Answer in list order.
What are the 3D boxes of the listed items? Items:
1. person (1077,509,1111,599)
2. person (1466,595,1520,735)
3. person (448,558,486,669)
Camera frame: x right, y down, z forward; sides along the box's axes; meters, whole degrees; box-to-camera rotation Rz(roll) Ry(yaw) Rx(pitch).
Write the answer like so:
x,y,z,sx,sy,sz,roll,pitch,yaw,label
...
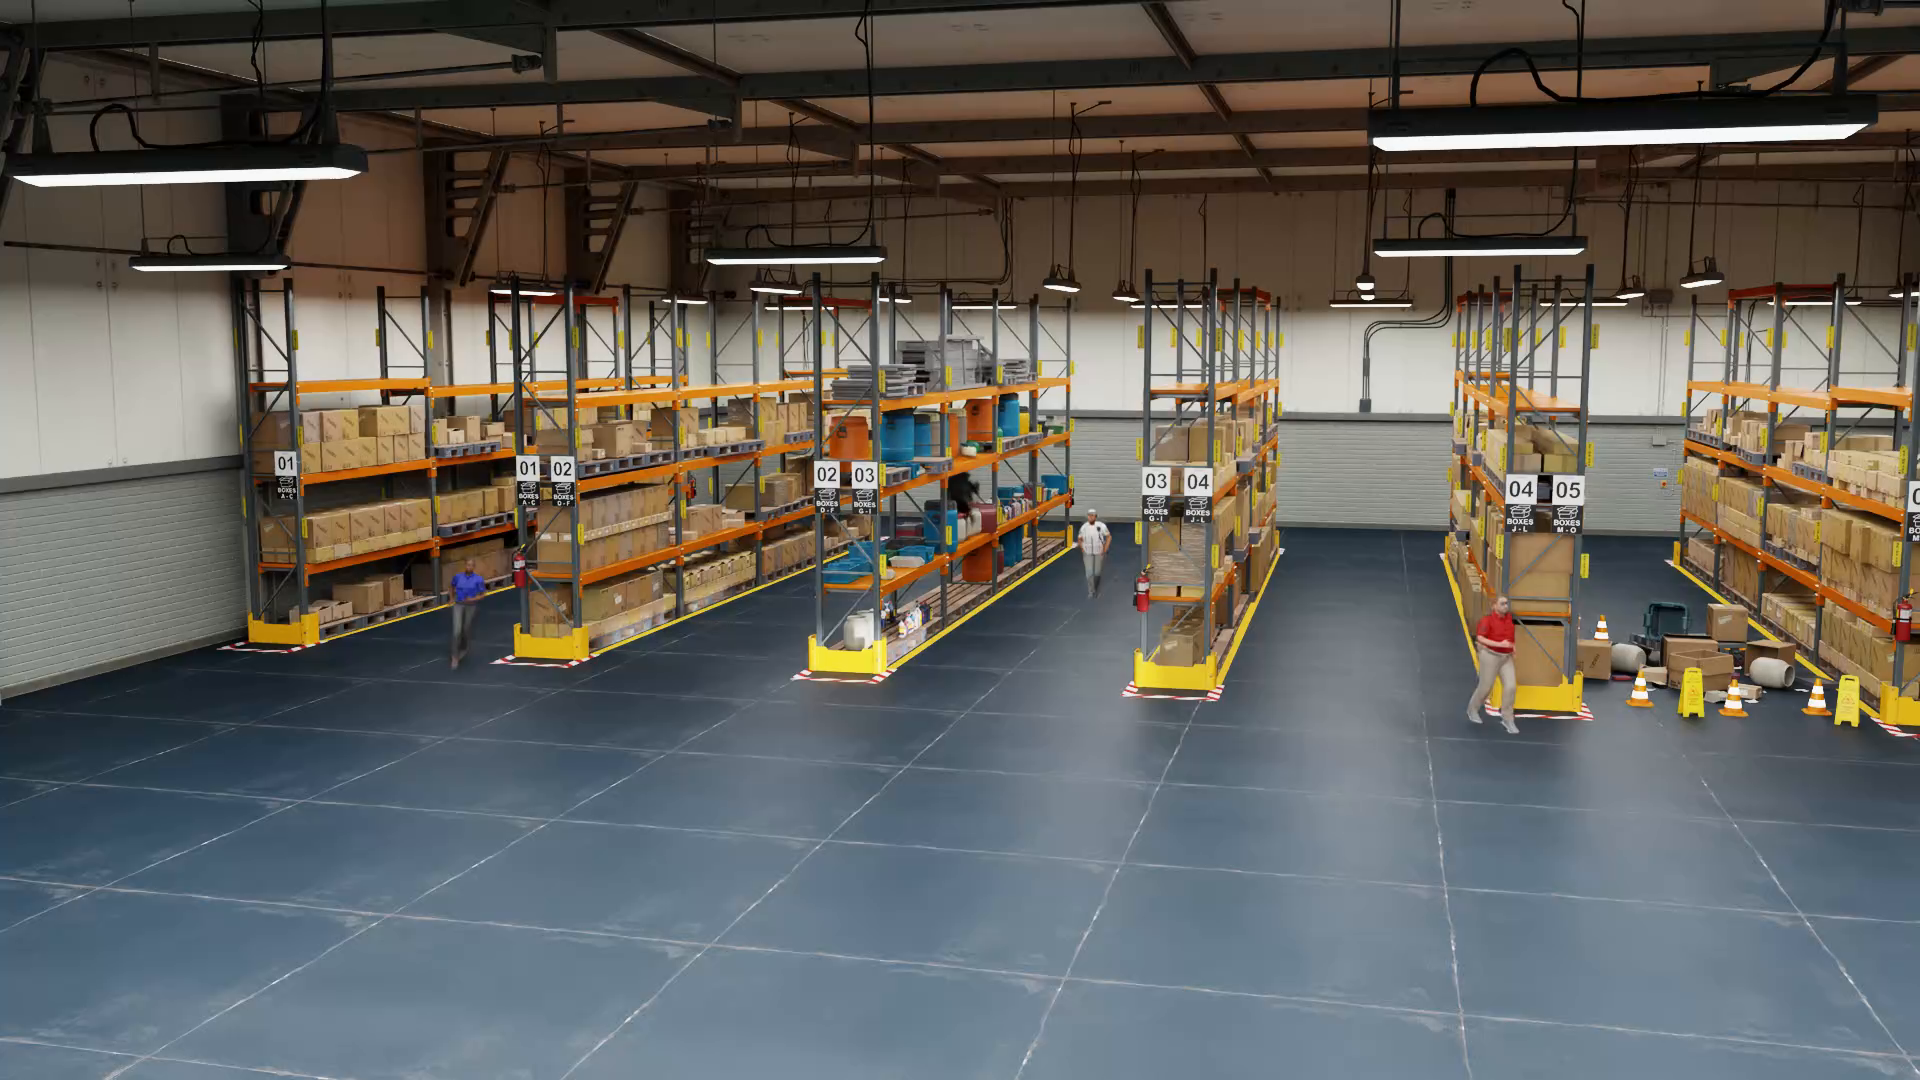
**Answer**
x,y,z,sx,sy,sz,roll,pitch,yaw,label
2.445,0.260,30.486,0.609,1.648,0.475,1,7,12,person
6.913,1.591,21.466,0.678,1.799,0.799,-3,7,-21,person
-7.632,1.116,25.779,0.573,1.685,0.742,-2,7,-14,person
